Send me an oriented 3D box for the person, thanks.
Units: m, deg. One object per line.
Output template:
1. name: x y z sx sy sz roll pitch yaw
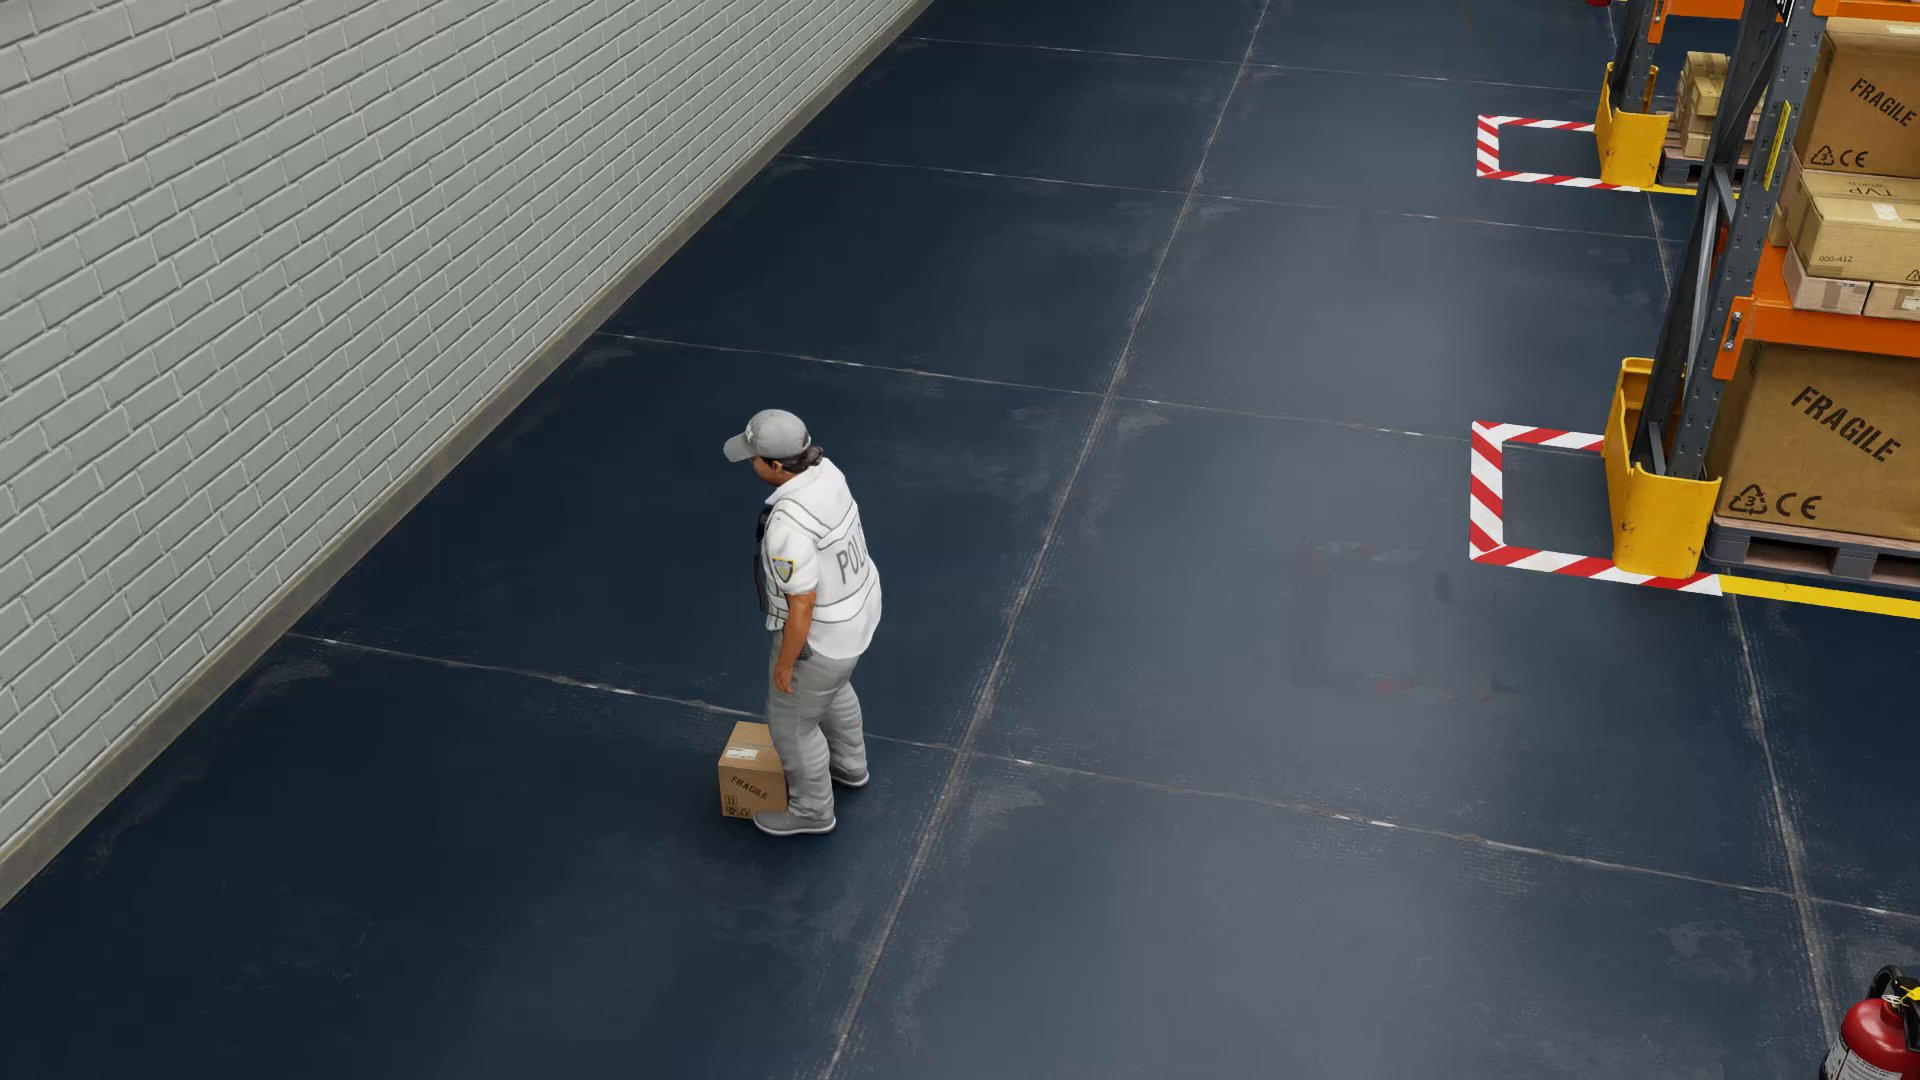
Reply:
1. person: -0.517 0.289 5.689 0.473 1.666 0.548 8 34 12
